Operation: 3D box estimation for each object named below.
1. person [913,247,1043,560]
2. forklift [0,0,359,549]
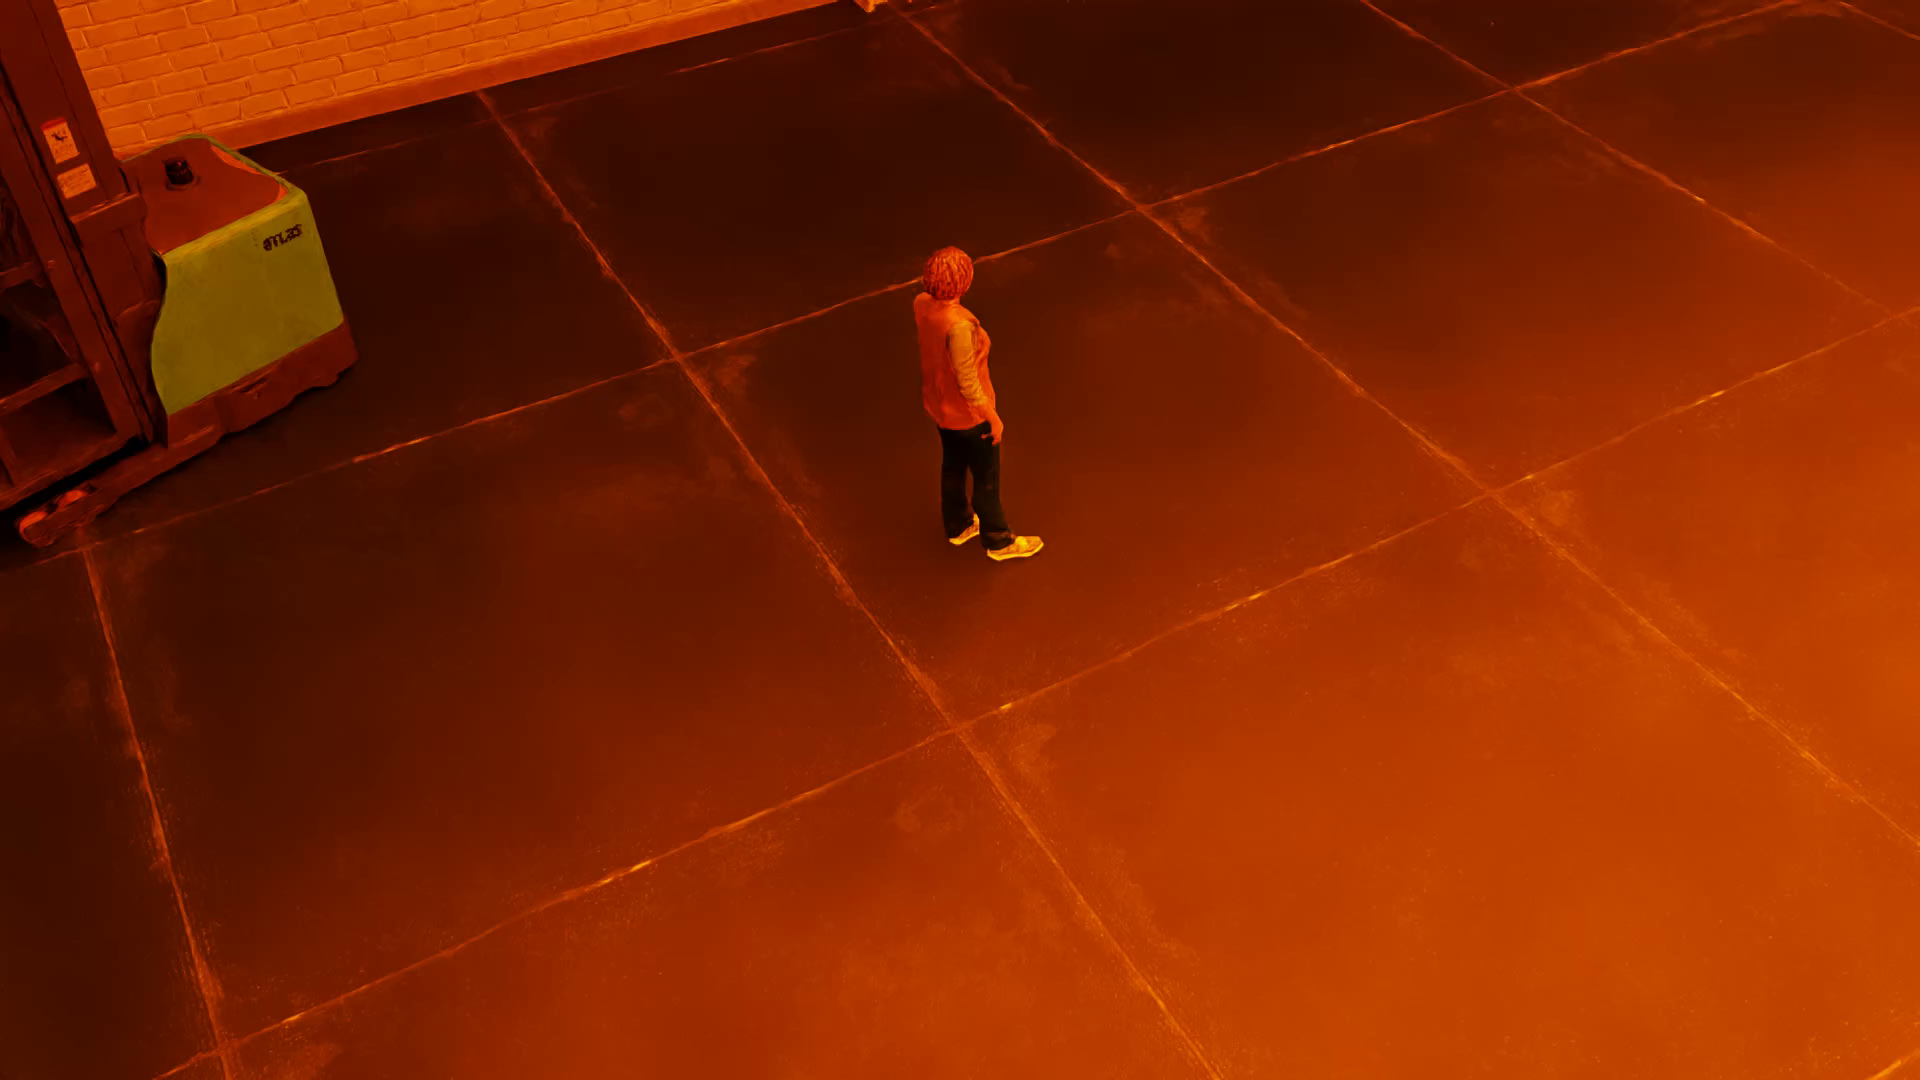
[{"bbox_3d":[0.071,-0.607,7.324,0.474,1.597,0.520,-21,47,-21],"label":"person"},{"bbox_3d":[-4.512,-1.431,7.241,1.130,2.935,3.031,30,50,28],"label":"forklift"}]
